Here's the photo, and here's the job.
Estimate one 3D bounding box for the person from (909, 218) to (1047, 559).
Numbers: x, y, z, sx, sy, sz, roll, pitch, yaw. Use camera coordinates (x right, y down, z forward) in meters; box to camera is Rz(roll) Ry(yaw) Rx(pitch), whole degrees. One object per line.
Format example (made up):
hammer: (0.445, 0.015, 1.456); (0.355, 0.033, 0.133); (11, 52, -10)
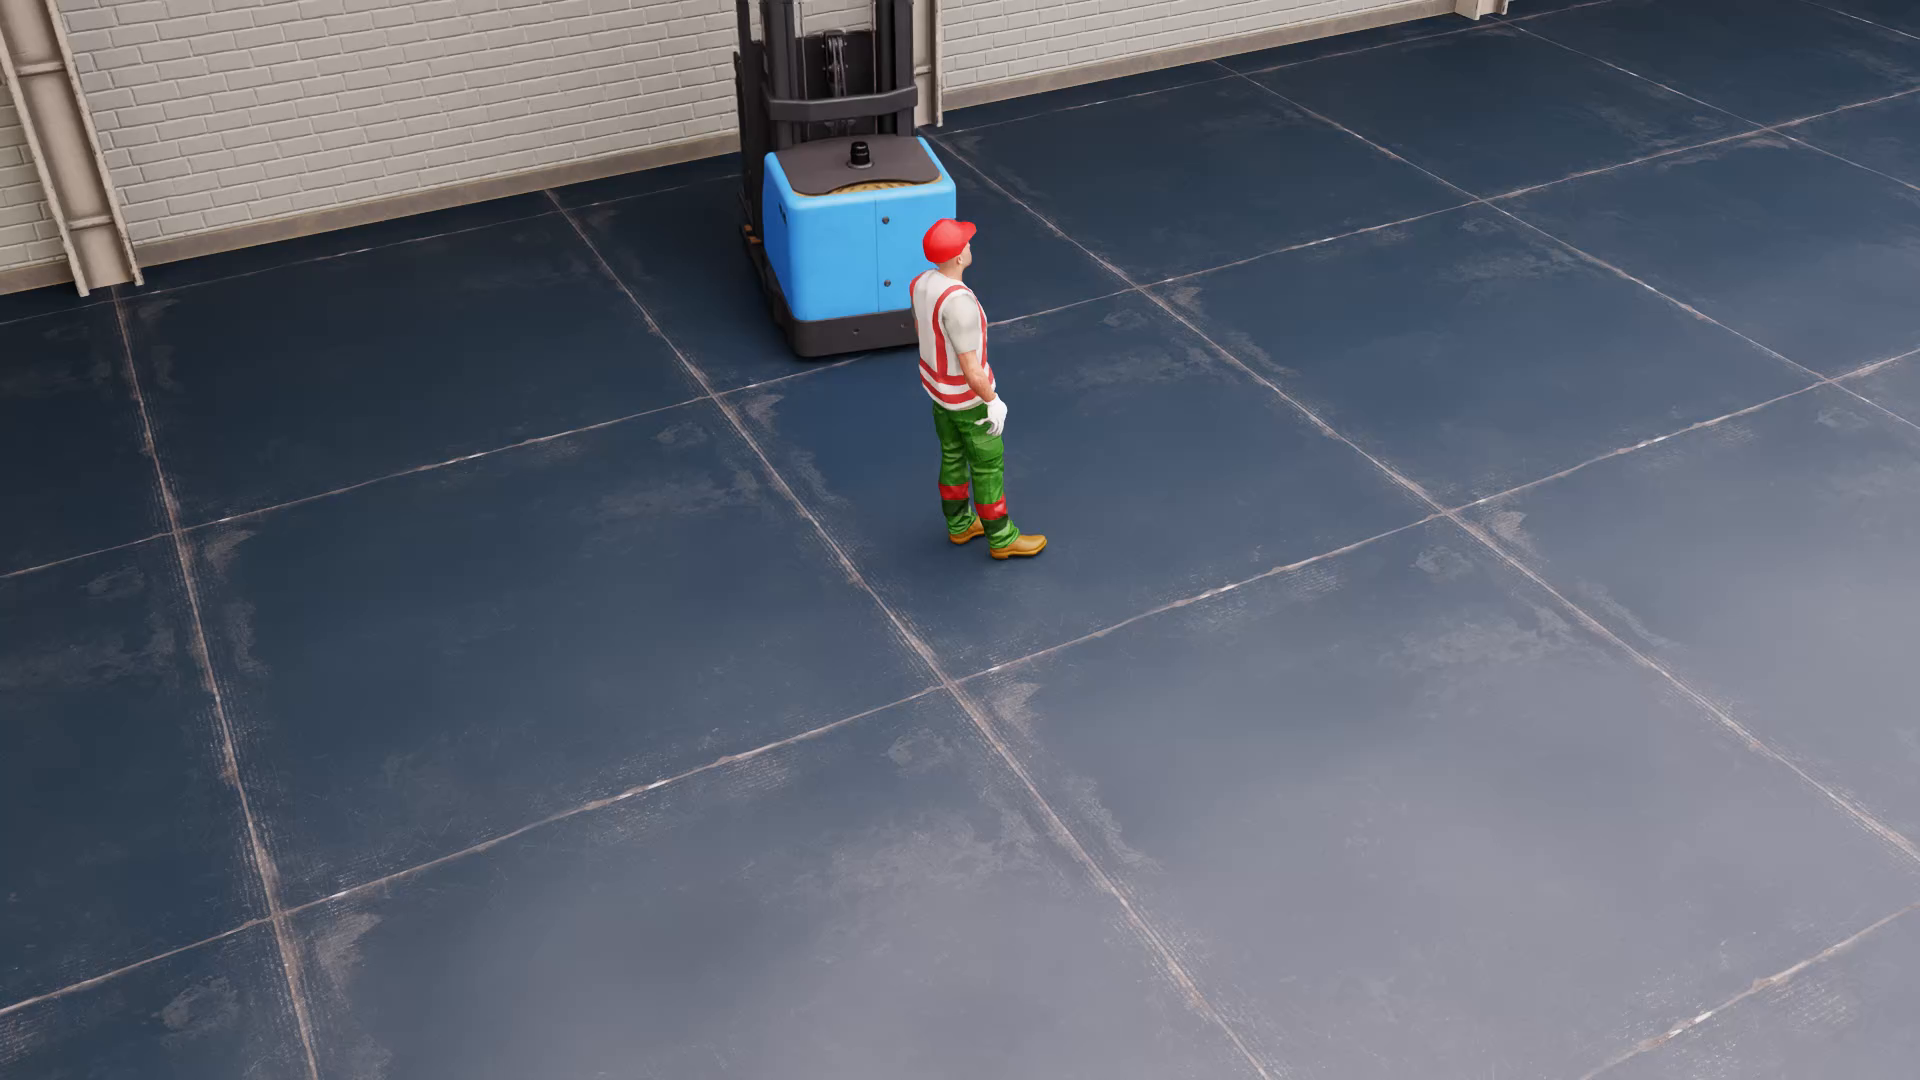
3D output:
person: (0.076, -0.753, 8.165); (0.562, 1.789, 0.638); (-17, 39, -23)

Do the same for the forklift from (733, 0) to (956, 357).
forklift: (-0.896, -3.159, 10.593); (1.130, 2.935, 3.031); (-9, 36, -13)
